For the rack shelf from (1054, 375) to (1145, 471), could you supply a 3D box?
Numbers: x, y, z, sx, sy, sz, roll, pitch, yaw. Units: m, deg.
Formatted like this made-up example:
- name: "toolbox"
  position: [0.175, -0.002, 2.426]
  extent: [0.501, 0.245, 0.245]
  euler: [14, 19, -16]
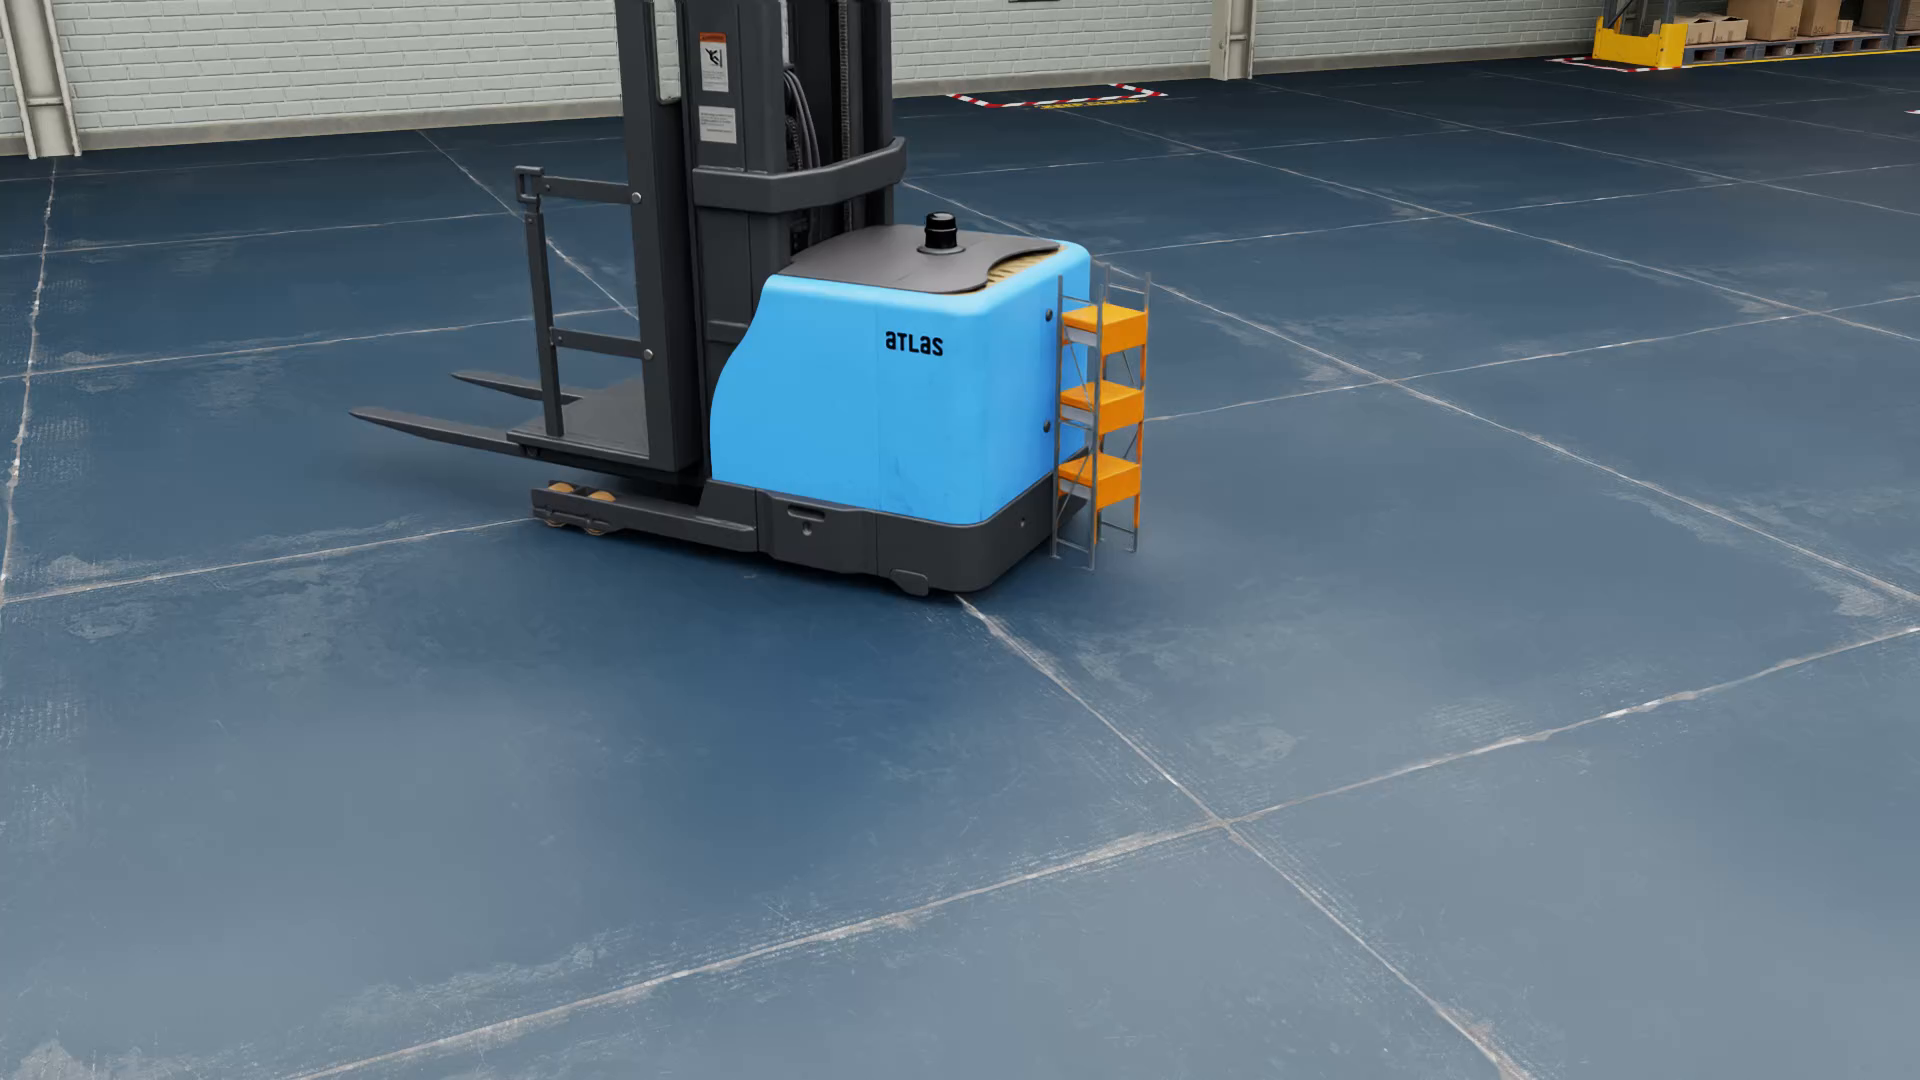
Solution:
- name: "rack shelf"
  position: [0.496, -0.420, 5.921]
  extent: [0.240, 0.259, 0.215]
  euler: [-20, 30, -40]

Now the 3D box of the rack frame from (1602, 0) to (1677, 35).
- name: "rack frame"
  position: [8.241, -7.250, 19.842]
  extent: [0.127, 3.000, 1.000]
  euler: [-10, 25, -24]

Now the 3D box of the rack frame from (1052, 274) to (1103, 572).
- name: "rack frame"
  position: [0.409, -0.398, 5.838]
  extent: [0.008, 1.050, 0.200]
  euler: [-20, 30, -40]

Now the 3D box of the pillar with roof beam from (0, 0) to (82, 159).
- name: "pillar with roof beam"
  position: [-5.855, -5.966, 8.898]
  extent: [0.400, 9.000, 9.100]
  euler: [-10, 25, -24]

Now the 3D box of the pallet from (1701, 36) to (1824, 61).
- name: "pallet"
  position: [10.155, -6.297, 21.187]
  extent: [1.213, 0.211, 1.003]
  euler: [-10, 25, -24]

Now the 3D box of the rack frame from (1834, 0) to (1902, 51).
- name: "rack frame"
  position: [11.845, -7.913, 21.445]
  extent: [0.127, 3.000, 1.000]
  euler: [-10, 25, -24]

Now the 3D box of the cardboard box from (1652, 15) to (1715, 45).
- name: "cardboard box"
  position: [8.904, -6.294, 20.475]
  extent: [0.500, 0.311, 0.500]
  euler: [-14, 26, -30]

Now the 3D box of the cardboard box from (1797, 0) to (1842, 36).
- name: "cardboard box"
  position: [10.928, -6.776, 21.390]
  extent: [0.500, 0.500, 0.500]
  euler: [-12, 26, -28]

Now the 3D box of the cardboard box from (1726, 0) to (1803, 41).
- name: "cardboard box"
  position: [10.100, -6.581, 20.919]
  extent: [0.500, 0.500, 0.700]
  euler: [-12, 25, -27]

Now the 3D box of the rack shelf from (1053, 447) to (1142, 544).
- name: "rack shelf"
  position: [0.496, -0.164, 6.027]
  extent: [0.240, 0.259, 0.215]
  euler: [-20, 30, -40]

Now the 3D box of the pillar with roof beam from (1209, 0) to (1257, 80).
- name: "pillar with roof beam"
  position: [4.958, -7.957, 13.707]
  extent: [0.400, 9.000, 9.100]
  euler: [-10, 25, -24]

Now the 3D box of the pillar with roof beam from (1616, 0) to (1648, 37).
- name: "pillar with roof beam"
  position: [10.364, -8.952, 16.111]
  extent: [0.400, 9.000, 9.100]
  euler: [-10, 25, -24]

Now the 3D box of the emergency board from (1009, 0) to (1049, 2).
- name: "emergency board"
  position: [0.831, -6.277, 17.492]
  extent: [0.626, 1.169, 0.157]
  euler: [-10, 25, -24]

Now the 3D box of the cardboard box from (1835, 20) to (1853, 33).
- name: "cardboard box"
  position: [11.376, -6.708, 21.663]
  extent: [0.250, 0.166, 0.380]
  euler: [-14, 26, -30]

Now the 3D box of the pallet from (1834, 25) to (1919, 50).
- name: "pallet"
  position: [12.546, -6.754, 22.292]
  extent: [1.213, 0.211, 1.003]
  euler: [-10, 25, -24]

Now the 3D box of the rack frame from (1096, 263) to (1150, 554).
- name: "rack frame"
  position: [0.584, -0.463, 5.995]
  extent: [0.008, 1.050, 0.200]
  euler: [-20, 30, -40]

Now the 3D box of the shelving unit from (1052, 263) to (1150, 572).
- name: "shelving unit"
  position: [0.496, -0.430, 5.917]
  extent: [0.252, 1.050, 0.215]
  euler: [-20, 30, -40]

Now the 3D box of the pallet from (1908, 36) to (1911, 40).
- name: "pallet"
  position: [13.647, -6.958, 22.784]
  extent: [1.213, 0.211, 1.003]
  euler: [-10, 25, -24]

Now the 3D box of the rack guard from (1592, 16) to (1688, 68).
- name: "rack guard"
  position: [8.310, -6.107, 20.351]
  extent: [0.348, 0.500, 1.175]
  euler: [-10, 25, -24]

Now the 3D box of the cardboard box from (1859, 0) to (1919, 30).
- name: "cardboard box"
  position: [12.501, -7.089, 22.148]
  extent: [0.500, 0.500, 0.700]
  euler: [-10, 24, -22]

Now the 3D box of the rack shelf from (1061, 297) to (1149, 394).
- name: "rack shelf"
  position: [0.496, -0.683, 5.812]
  extent: [0.240, 0.259, 0.215]
  euler: [-20, 30, -40]

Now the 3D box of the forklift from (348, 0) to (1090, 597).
- name: "forklift"
  position: [-1.062, -1.537, 6.130]
  extent: [3.031, 2.935, 1.130]
  euler: [11, 25, 25]

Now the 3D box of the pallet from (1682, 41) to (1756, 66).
- name: "pallet"
  position: [9.057, -6.096, 20.702]
  extent: [1.213, 0.211, 1.003]
  euler: [-10, 25, -24]

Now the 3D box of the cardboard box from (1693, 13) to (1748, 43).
- name: "cardboard box"
  position: [9.417, -6.389, 20.703]
  extent: [0.500, 0.311, 0.500]
  euler: [-8, 24, -19]

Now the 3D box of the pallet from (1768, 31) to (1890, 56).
- name: "pallet"
  position: [11.256, -6.501, 21.680]
  extent: [1.213, 0.211, 1.003]
  euler: [-10, 25, -24]
